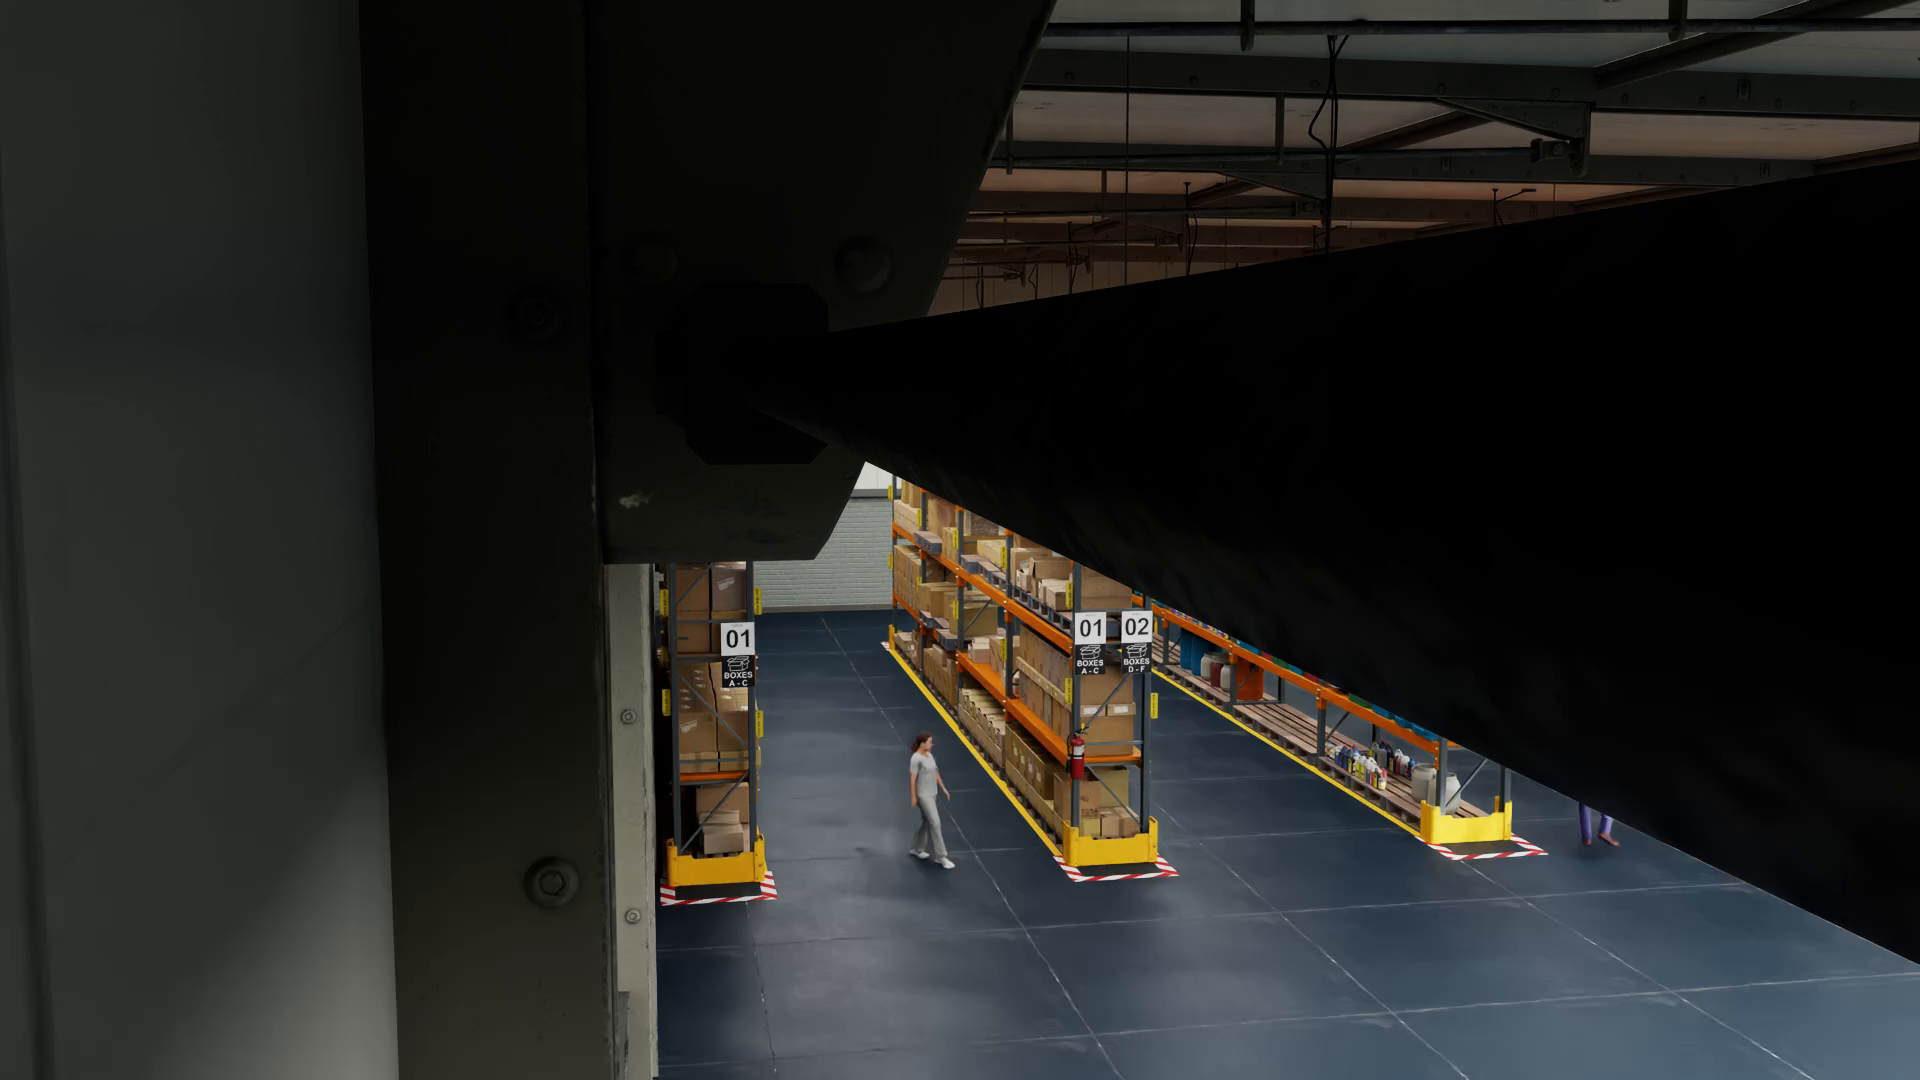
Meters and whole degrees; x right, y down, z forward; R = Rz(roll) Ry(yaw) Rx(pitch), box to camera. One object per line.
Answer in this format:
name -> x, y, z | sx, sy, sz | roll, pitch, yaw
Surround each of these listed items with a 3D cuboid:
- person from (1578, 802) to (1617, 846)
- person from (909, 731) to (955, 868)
person -> 8.288, 3.190, 21.687 | 0.617, 1.629, 0.486 | 3, 7, 27
person -> -0.339, 3.257, 21.034 | 0.780, 1.670, 0.468 | 3, 7, 28
